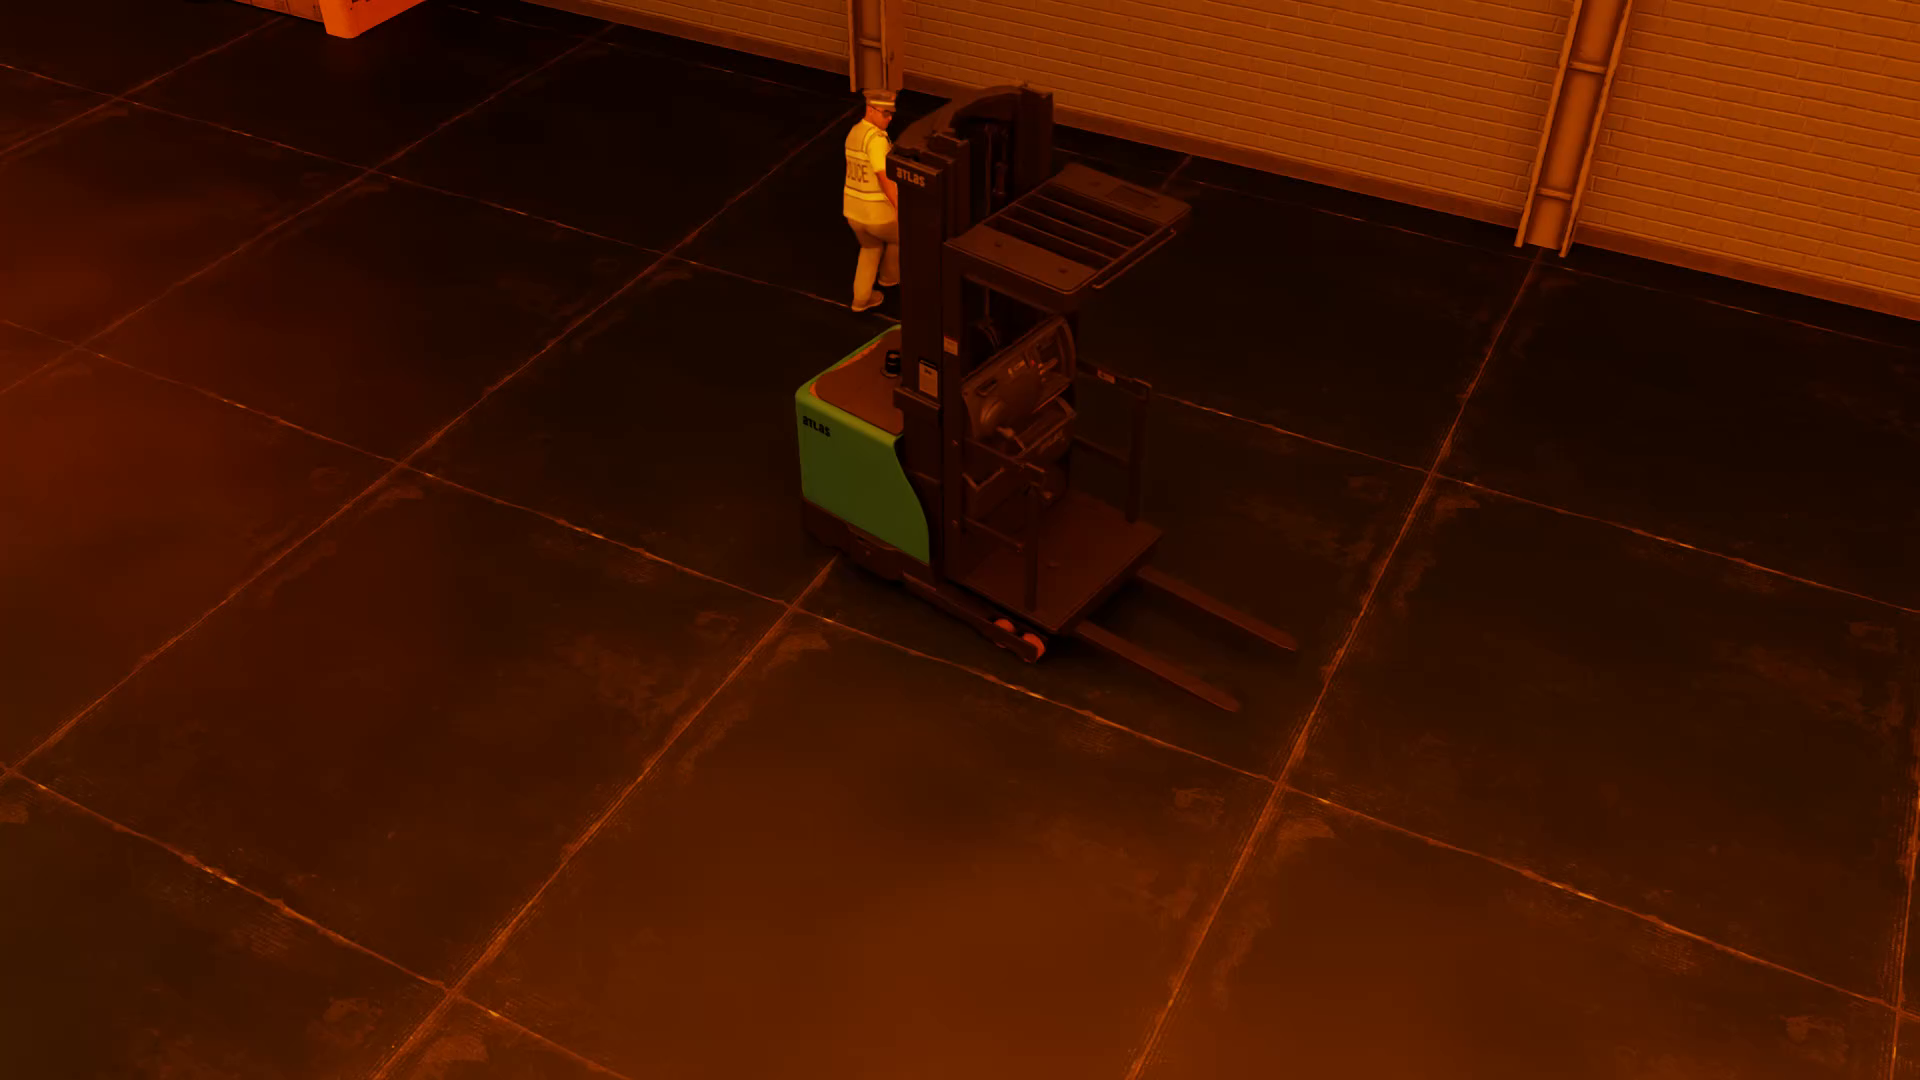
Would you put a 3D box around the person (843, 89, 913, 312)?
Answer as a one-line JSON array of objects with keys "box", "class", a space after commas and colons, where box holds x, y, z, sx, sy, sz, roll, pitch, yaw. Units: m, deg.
[{"box": [-0.470, -2.418, 11.894, 0.814, 1.650, 0.838, 28, 48, 29], "class": "person"}]

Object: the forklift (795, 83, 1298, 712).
[{"box": [0.492, -0.815, 8.954, 3.031, 2.935, 1.130, 27, 47, 29], "class": "forklift"}]
